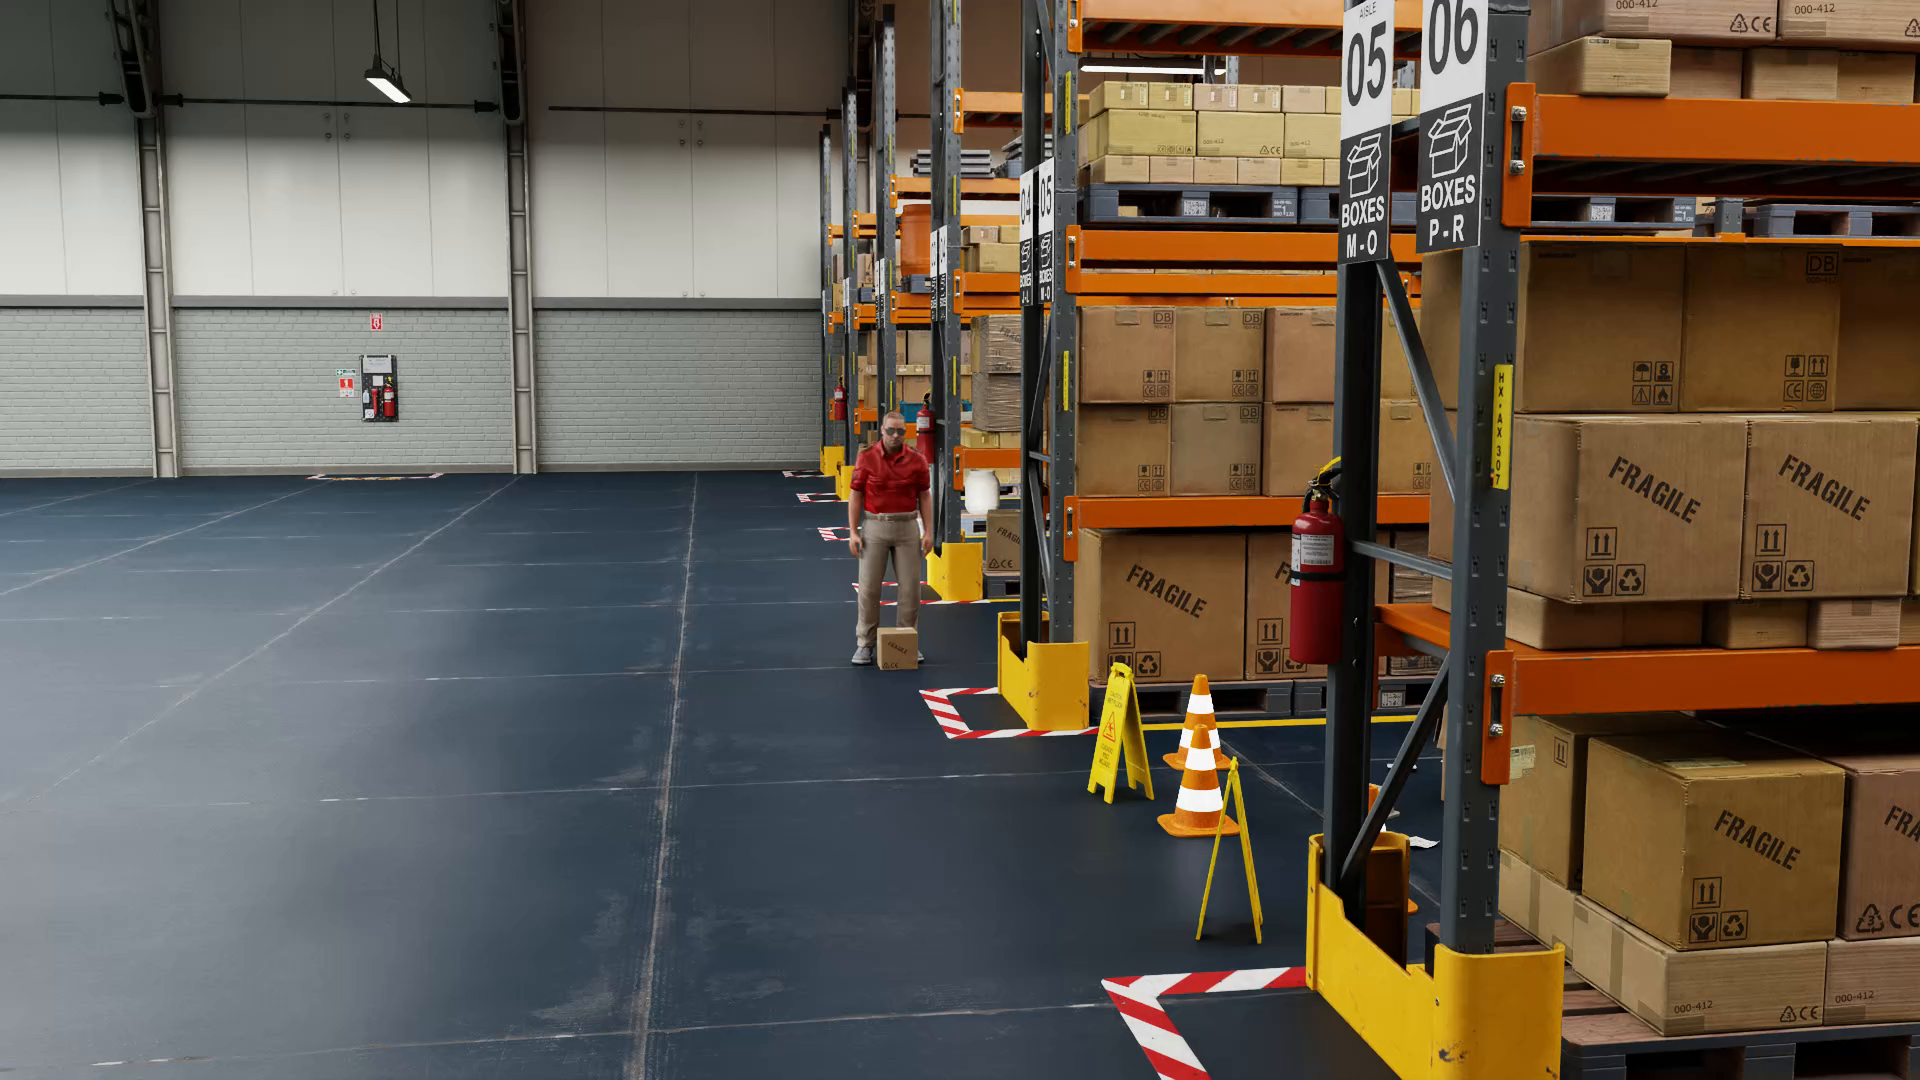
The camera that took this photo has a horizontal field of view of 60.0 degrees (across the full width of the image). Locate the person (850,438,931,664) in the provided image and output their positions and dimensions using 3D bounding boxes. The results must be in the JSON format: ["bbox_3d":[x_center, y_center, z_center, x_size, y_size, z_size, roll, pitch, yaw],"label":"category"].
[{"bbox_3d":[-0.478,0.063,11.495,0.568,1.552,0.393,-1,7,-8],"label":"person"}]
